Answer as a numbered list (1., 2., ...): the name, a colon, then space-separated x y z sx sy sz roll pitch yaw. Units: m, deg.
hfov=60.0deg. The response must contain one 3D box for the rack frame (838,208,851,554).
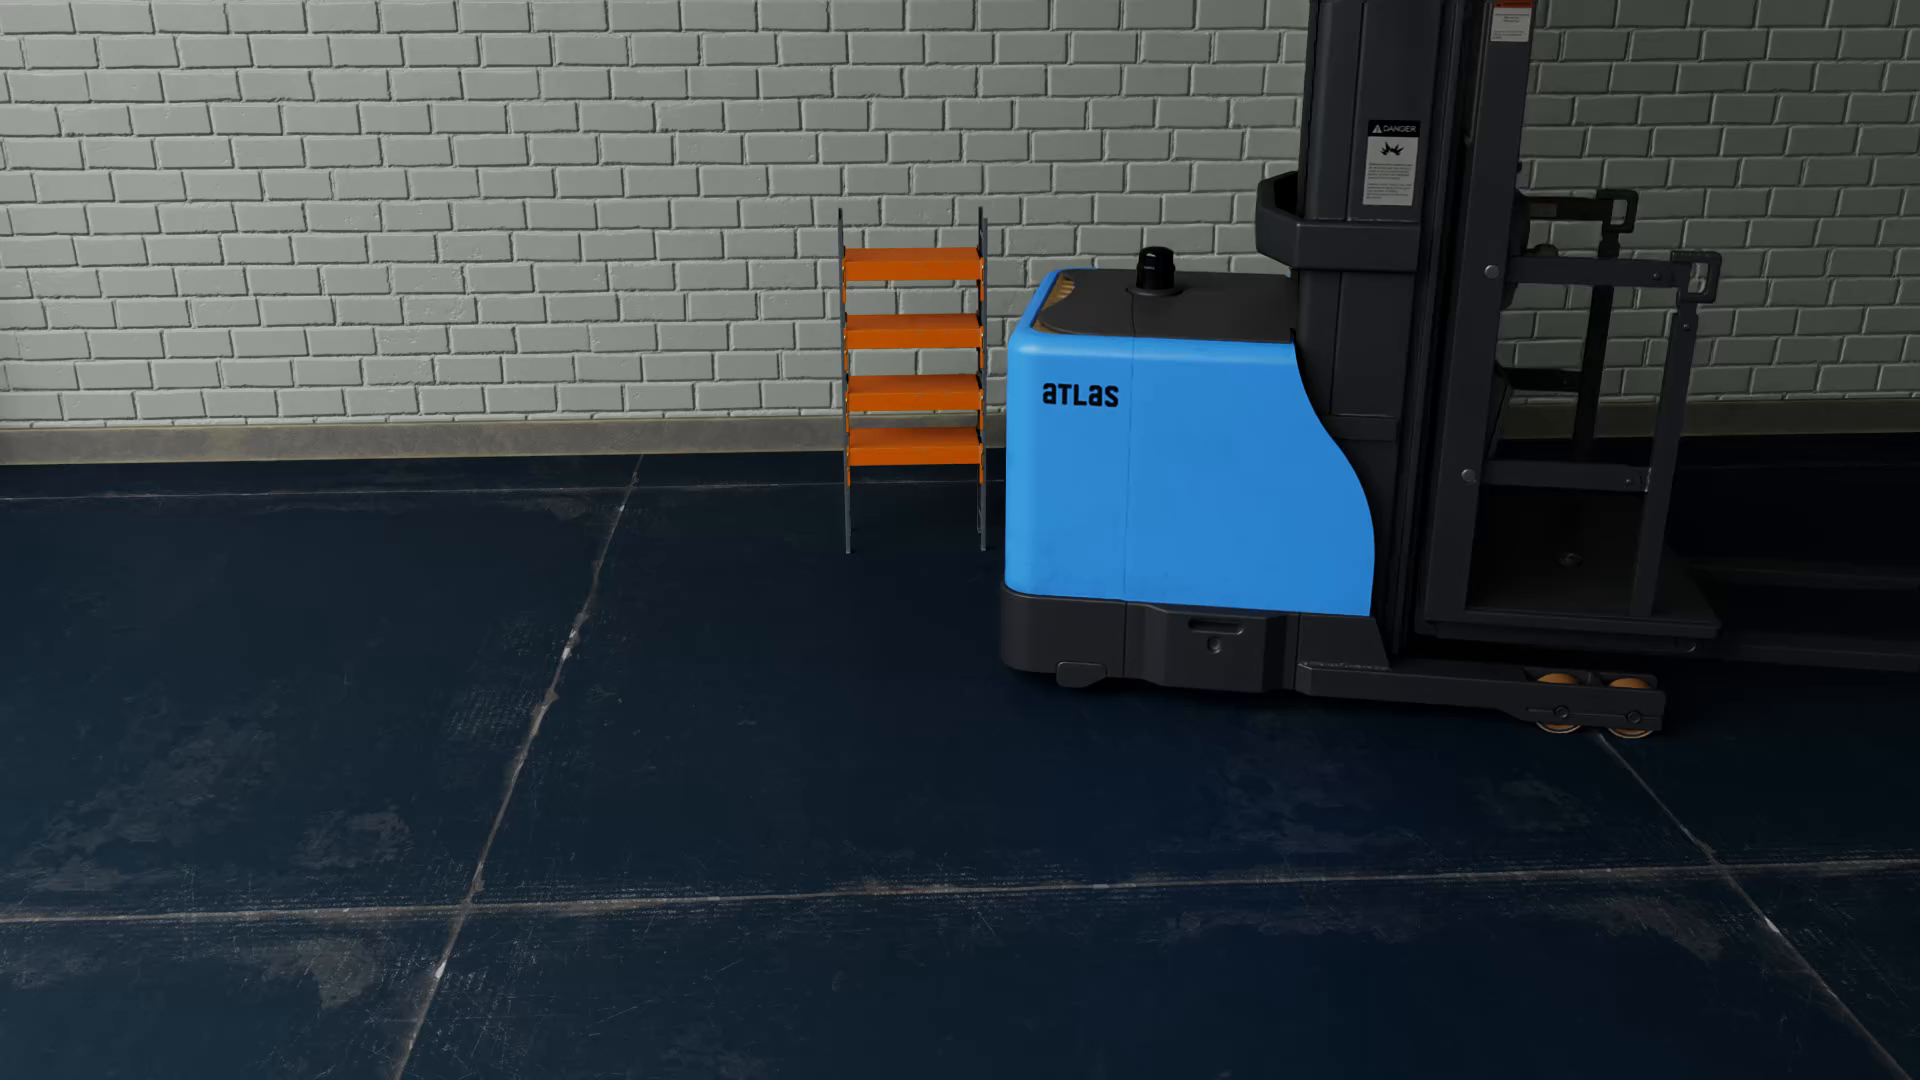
1. rack frame: -0.409 -0.552 5.886 0.015 1.200 0.240 -1 21 -3

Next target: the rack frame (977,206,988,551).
1. rack frame: 0.078 -0.562 5.912 0.015 1.200 0.240 -1 21 -3

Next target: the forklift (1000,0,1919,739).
1. forklift: 1.684 -1.016 4.671 3.031 2.935 1.130 3 21 9

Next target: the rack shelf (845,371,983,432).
1. rack shelf: -0.165 -0.494 5.923 0.480 0.148 0.258 -1 21 -3

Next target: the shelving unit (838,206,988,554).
1. shelving unit: -0.165 -0.557 5.899 0.503 1.200 0.258 -1 21 -3

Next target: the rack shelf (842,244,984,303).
1. rack shelf: -0.165 -0.925 5.759 0.480 0.148 0.258 -1 21 -3

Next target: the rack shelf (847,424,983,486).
1. rack shelf: -0.165 -0.309 5.993 0.480 0.148 0.258 -1 21 -3

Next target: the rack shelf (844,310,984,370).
1. rack shelf: -0.165 -0.704 5.843 0.480 0.148 0.258 -1 21 -3
